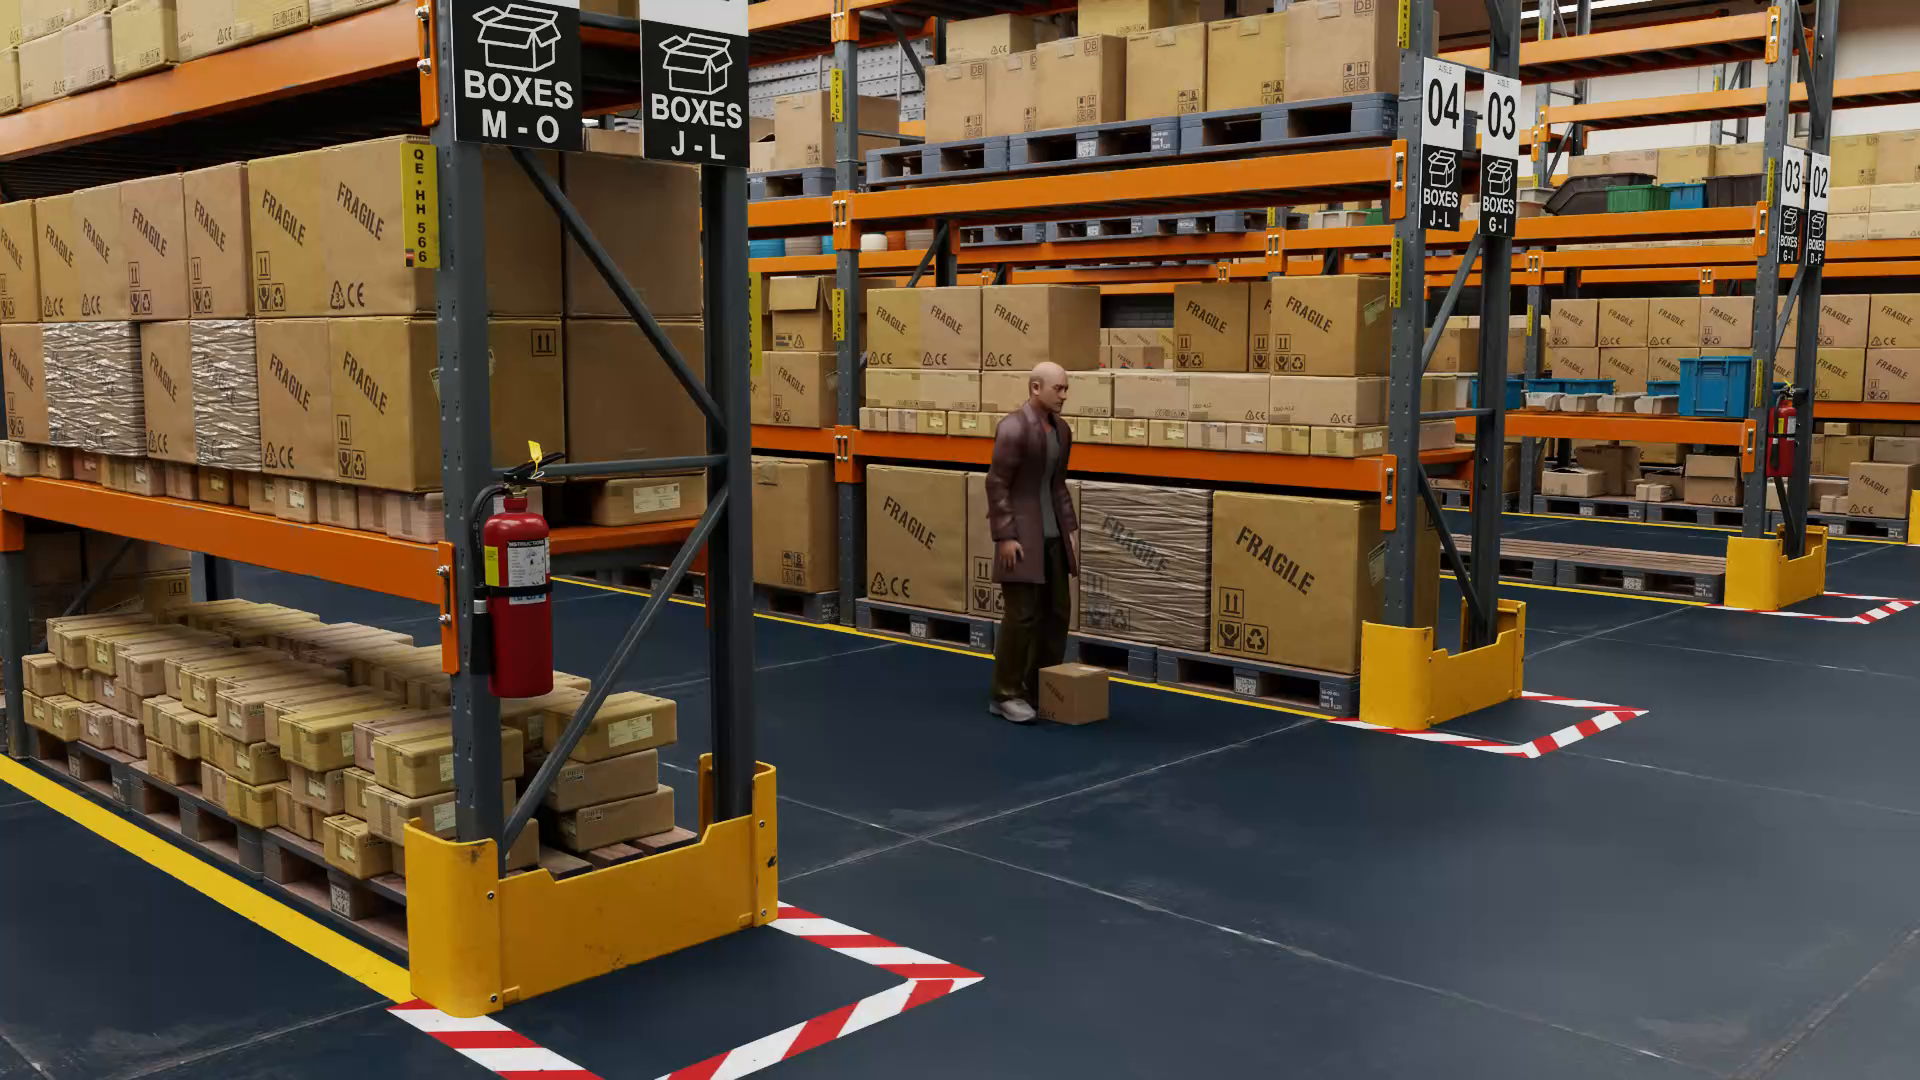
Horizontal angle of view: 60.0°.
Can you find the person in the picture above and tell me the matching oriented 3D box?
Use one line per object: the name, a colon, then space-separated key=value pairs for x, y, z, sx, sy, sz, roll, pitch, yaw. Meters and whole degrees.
person: x=0.386 y=-0.008 z=8.383 sx=0.433 sy=1.772 sz=0.648 roll=6 pitch=9 yaw=40
